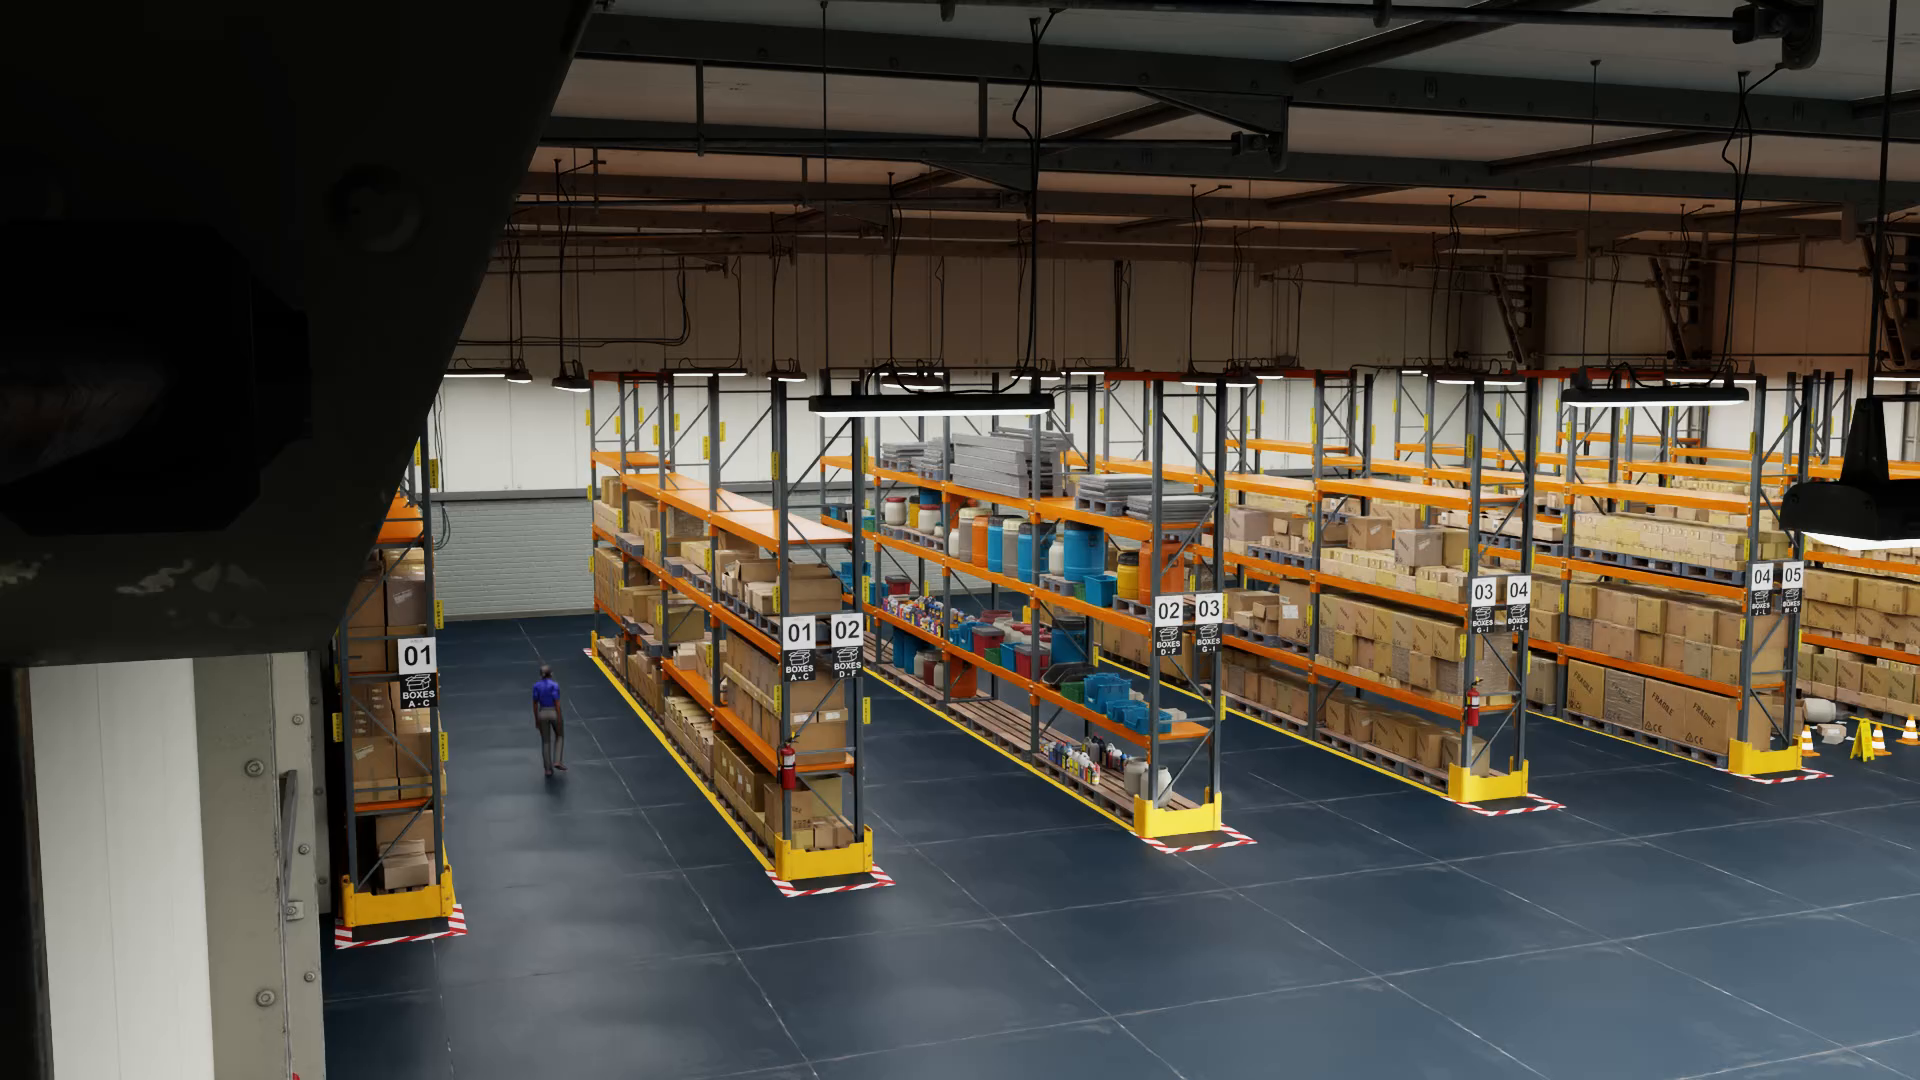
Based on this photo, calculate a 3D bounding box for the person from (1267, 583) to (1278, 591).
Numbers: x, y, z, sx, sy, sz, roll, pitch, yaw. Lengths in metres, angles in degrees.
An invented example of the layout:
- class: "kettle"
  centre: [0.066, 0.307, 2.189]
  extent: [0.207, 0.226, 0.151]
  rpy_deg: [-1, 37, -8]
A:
- class: "person"
  centre: [8.429, 0.476, 44.555]
  extent: [0.578, 1.749, 0.940]
  rpy_deg: [5, 8, 37]

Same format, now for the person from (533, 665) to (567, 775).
- class: "person"
  centre: [-6.211, 2.712, 25.127]
  extent: [0.474, 1.657, 0.518]
  rpy_deg: [-1, 6, -9]
